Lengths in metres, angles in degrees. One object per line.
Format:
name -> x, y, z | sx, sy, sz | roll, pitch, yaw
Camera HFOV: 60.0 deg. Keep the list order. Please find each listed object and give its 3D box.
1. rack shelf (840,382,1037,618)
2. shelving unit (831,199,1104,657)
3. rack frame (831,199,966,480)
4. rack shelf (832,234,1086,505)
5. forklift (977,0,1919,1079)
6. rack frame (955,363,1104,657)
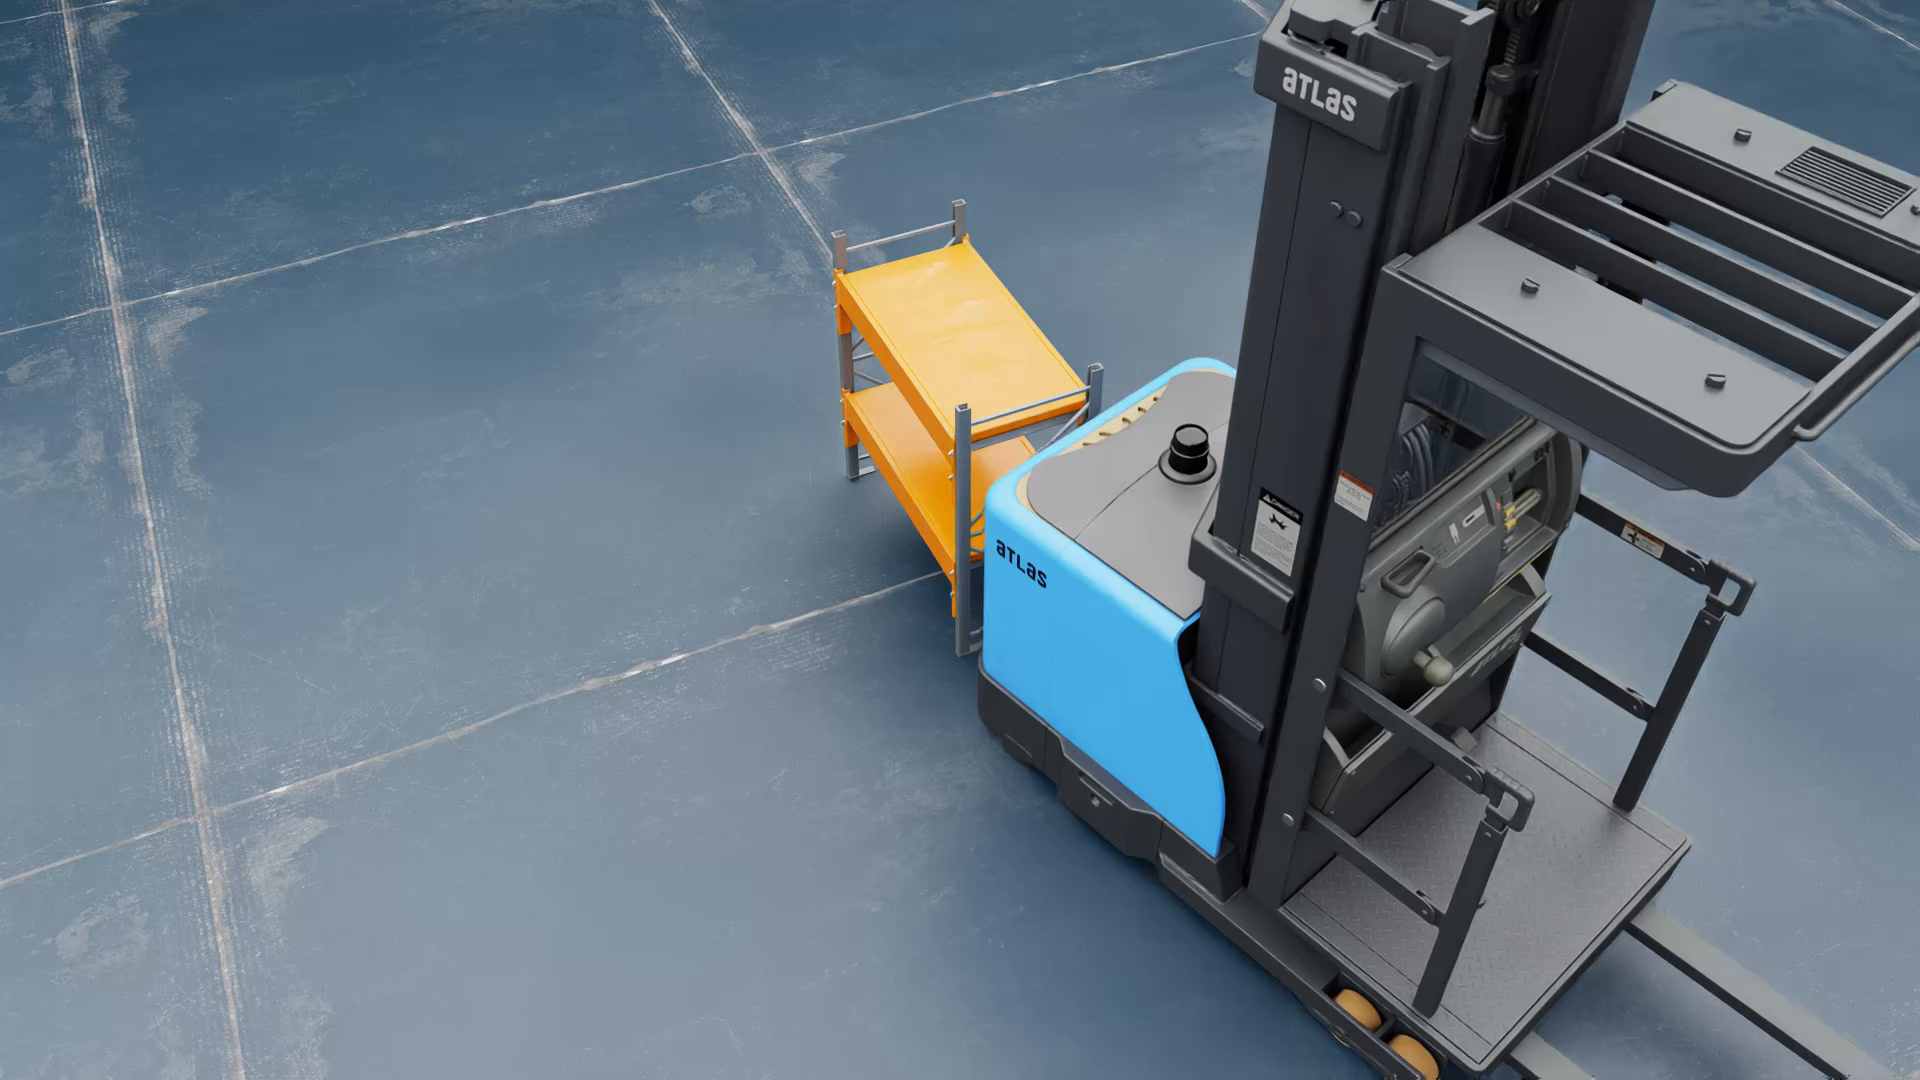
rack shelf -> 0.003, -0.222, 6.022 | 0.538, 0.278, 1.000 | -18, 47, -17
shelving unit -> 0.003, -0.396, 5.851 | 0.538, 1.125, 1.048 | -18, 47, -17
rack frame -> -0.211, -0.720, 6.179 | 0.500, 1.125, 0.032 | -18, 47, -17
rack shelf -> 0.003, -0.604, 5.645 | 0.538, 0.278, 1.000 | -18, 47, -17
forklift -> 1.428, 0.099, 4.063 | 1.130, 2.935, 3.031 | -33, 53, -29
rack frame -> 0.217, -0.072, 5.522 | 0.500, 1.125, 0.032 | -18, 47, -17
